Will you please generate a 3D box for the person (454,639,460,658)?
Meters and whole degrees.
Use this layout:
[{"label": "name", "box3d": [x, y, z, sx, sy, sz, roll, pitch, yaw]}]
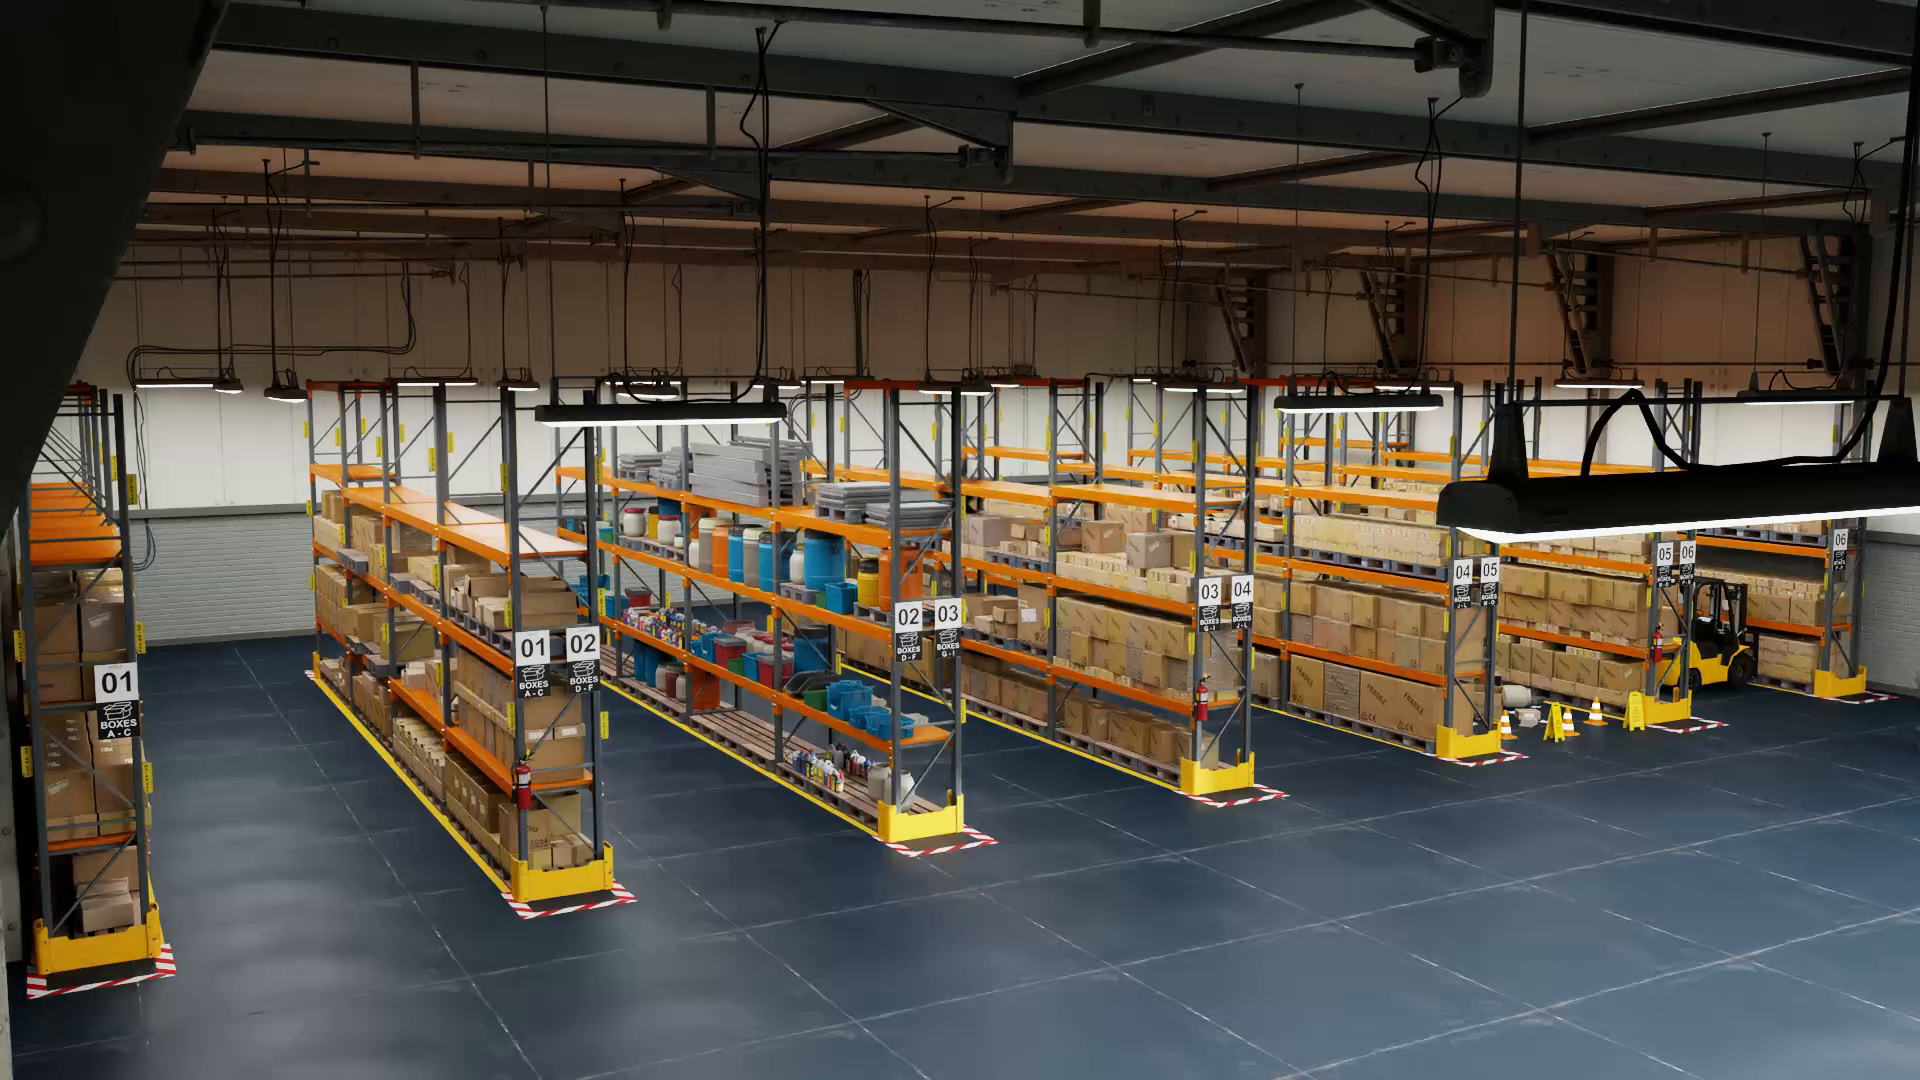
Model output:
[{"label": "person", "box3d": [-10.313, 1.928, 33.756, 0.575, 1.676, 0.906, -5, 8, -37]}]
